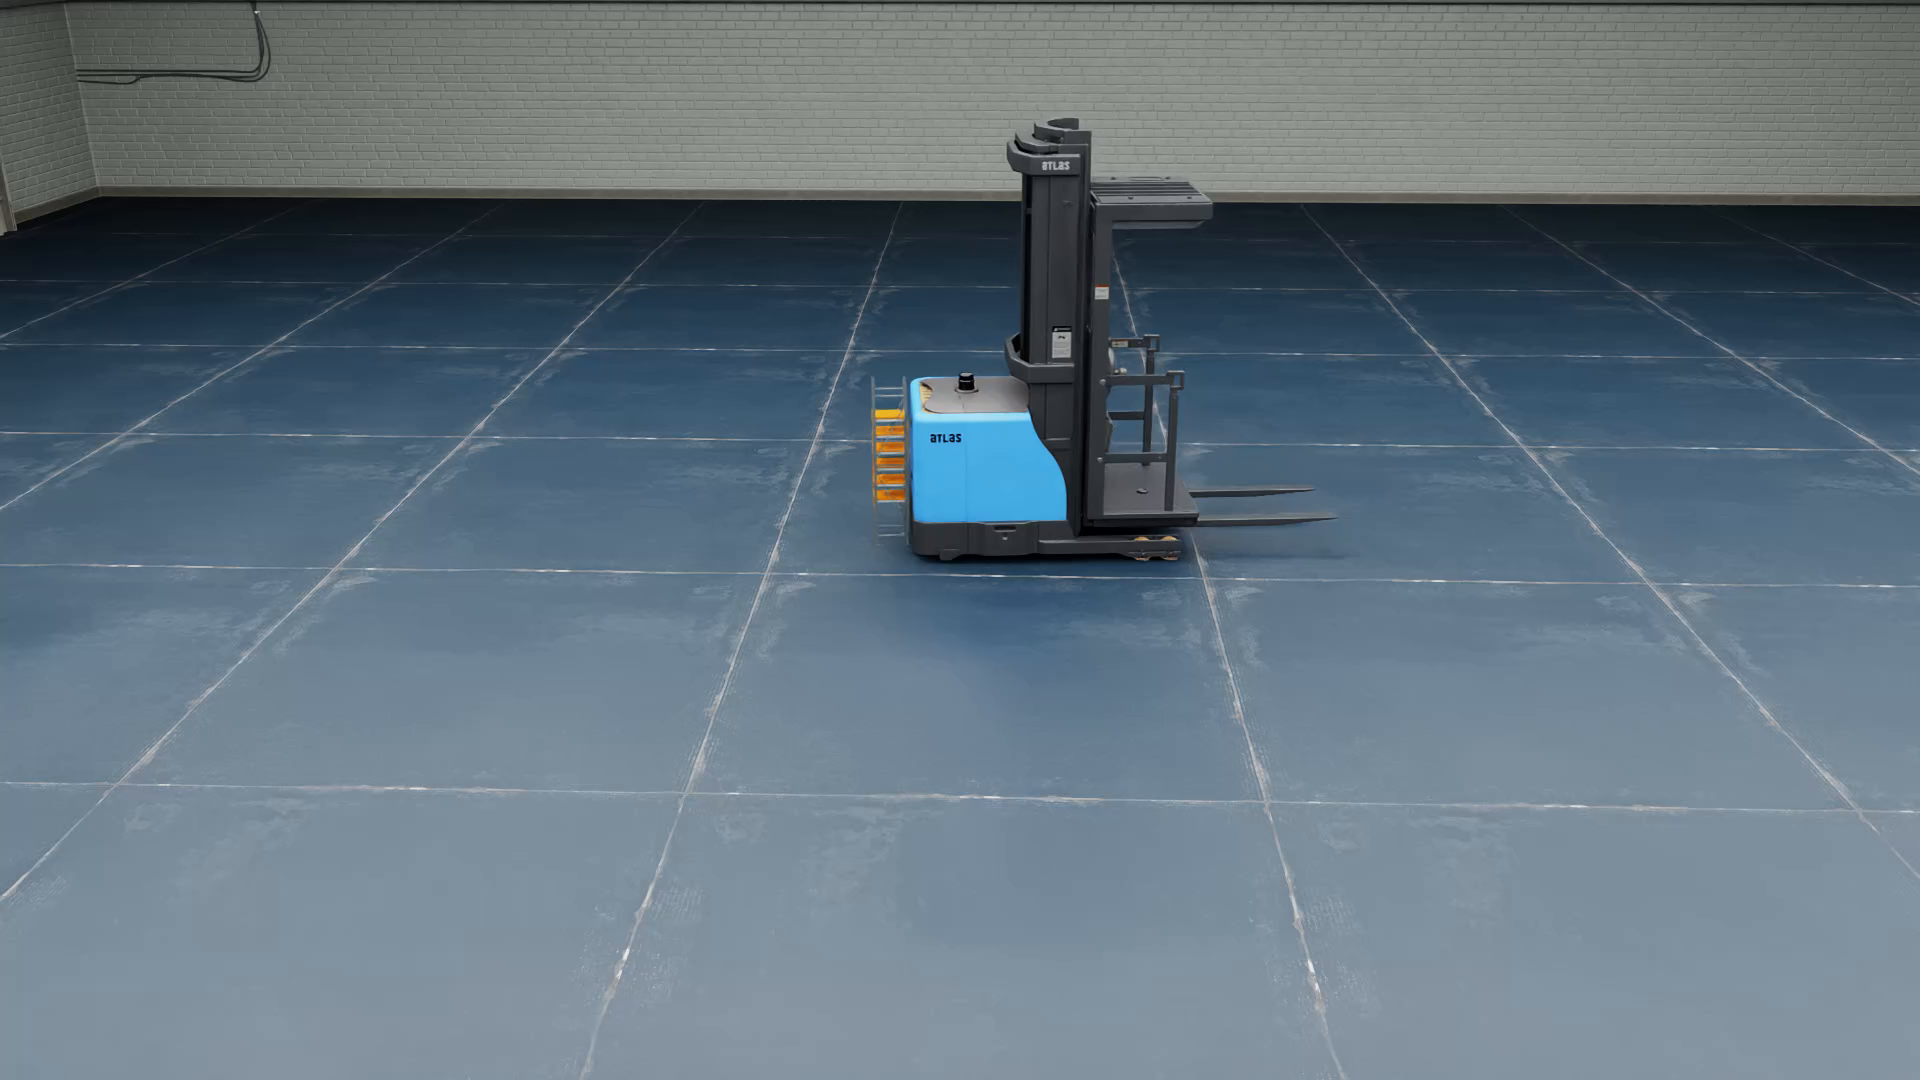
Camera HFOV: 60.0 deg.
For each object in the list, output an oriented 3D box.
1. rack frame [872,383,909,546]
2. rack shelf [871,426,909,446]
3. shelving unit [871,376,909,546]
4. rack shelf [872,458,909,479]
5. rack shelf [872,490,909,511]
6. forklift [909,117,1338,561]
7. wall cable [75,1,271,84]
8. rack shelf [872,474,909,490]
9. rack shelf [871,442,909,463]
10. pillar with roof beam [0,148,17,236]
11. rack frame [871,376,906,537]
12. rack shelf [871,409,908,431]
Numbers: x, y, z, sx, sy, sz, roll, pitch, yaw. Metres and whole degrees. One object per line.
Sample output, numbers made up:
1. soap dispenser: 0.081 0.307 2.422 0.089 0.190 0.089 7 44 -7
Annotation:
1. rack frame: -0.488 -0.520 11.711 0.240 1.200 0.006 -2 21 -4
2. rack shelf: -0.495 -0.736 11.726 0.258 0.103 0.180 -2 21 -4
3. shelving unit: -0.495 -0.553 11.797 0.258 1.200 0.189 -2 21 -4
4. rack shelf: -0.495 -0.512 11.813 0.258 0.103 0.180 -2 21 -4
5. rack shelf: -0.495 -0.288 11.899 0.258 0.103 0.180 -2 21 -4
6. forklift: 1.159 -1.409 11.610 3.031 2.935 1.130 -1 21 -3
7. wall cable: -11.867 -8.042 24.609 3.097 2.526 0.112 1 21 2
8. rack shelf: -0.495 -0.400 11.856 0.258 0.103 0.180 -2 21 -4
9. rack shelf: -0.495 -0.624 11.769 0.258 0.103 0.180 -2 21 -4
10. pillar with roof beam: -8.975 -8.392 21.217 9.100 9.000 0.400 1 21 2
11. rack frame: -0.503 -0.586 11.882 0.240 1.200 0.006 -2 21 -4
12. rack shelf: -0.495 -0.848 11.682 0.258 0.103 0.180 -2 21 -4
